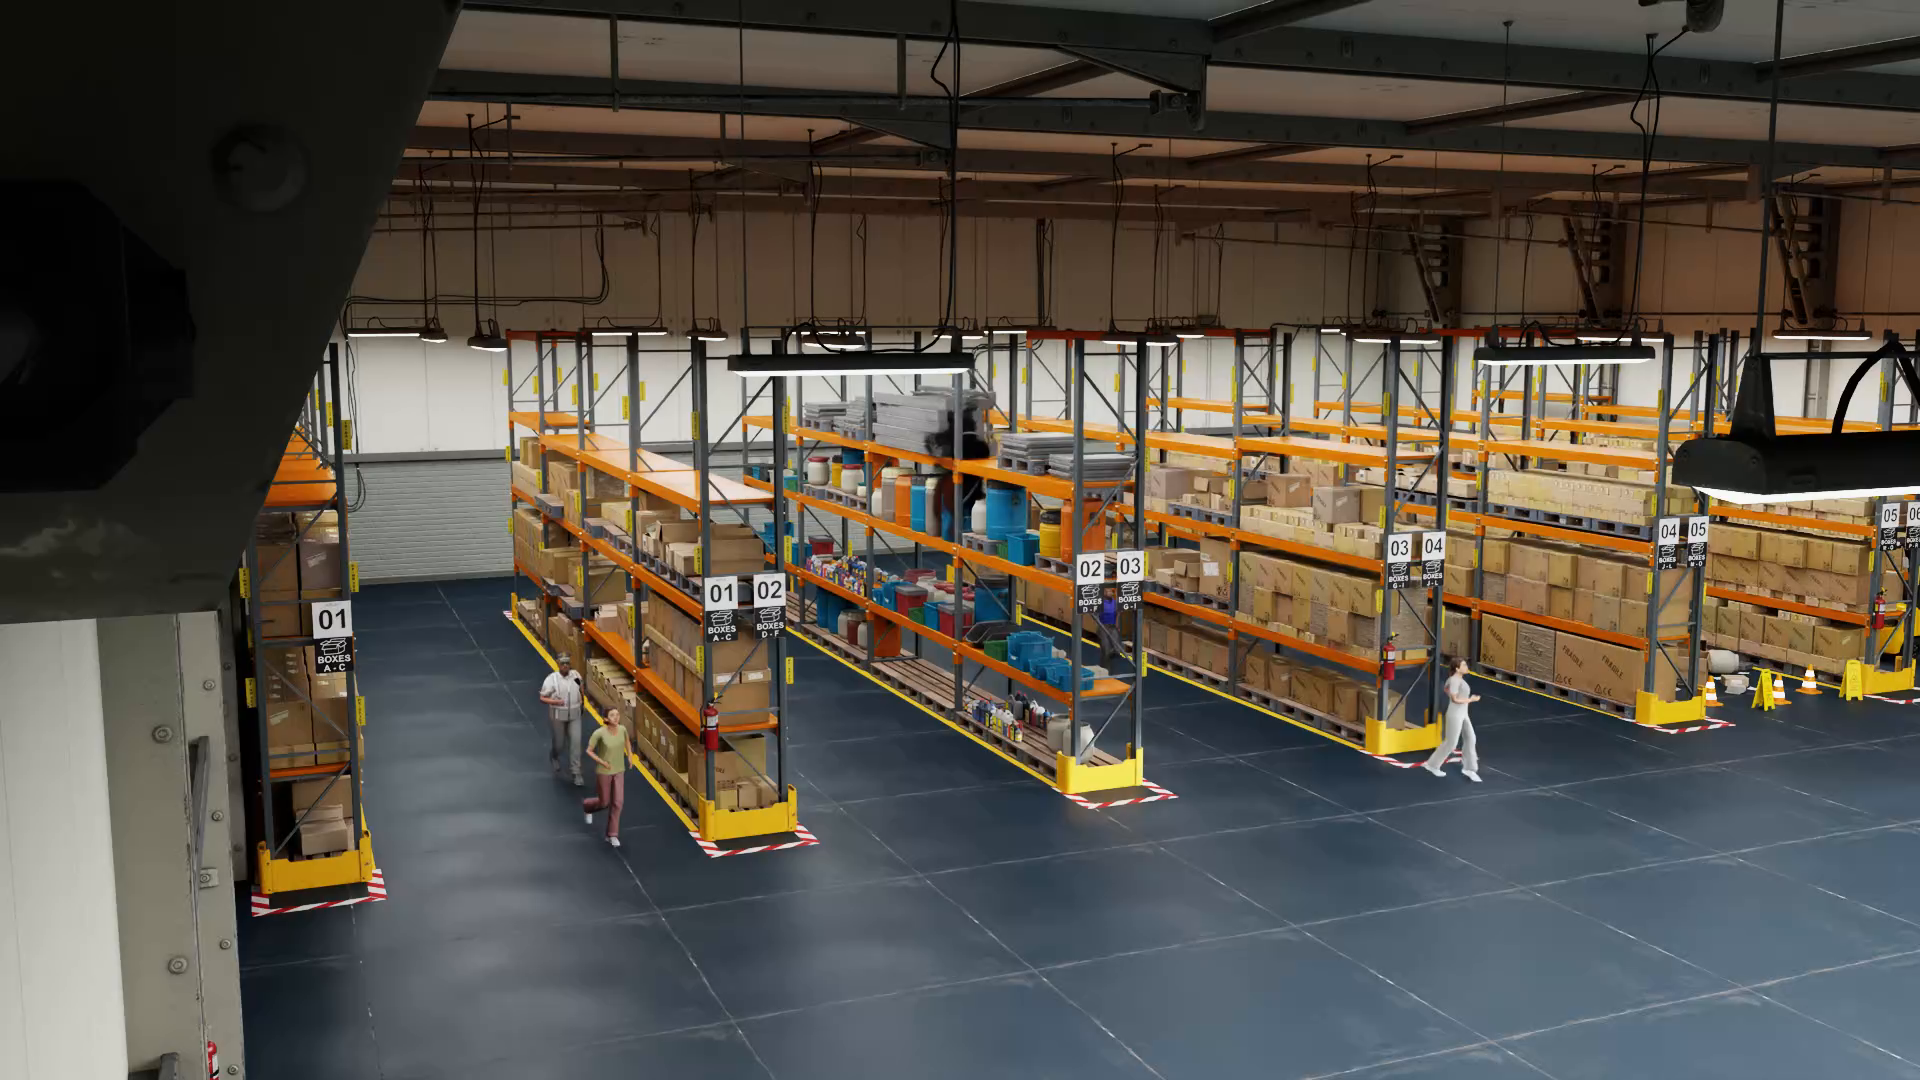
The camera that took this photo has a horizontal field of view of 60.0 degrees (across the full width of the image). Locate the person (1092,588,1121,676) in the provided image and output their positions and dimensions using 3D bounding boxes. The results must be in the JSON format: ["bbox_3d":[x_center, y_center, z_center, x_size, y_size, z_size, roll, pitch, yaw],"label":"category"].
[{"bbox_3d":[2.576,1.598,29.000,0.585,1.623,0.540,-4,9,-24],"label":"person"}]

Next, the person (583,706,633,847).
[{"bbox_3d":[-4.233,2.806,20.131,0.605,1.653,0.819,-6,10,-38],"label":"person"}]

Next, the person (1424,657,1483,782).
[{"bbox_3d":[6.726,2.442,22.580,0.757,1.736,0.565,4,9,25],"label":"person"}]

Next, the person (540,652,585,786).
[{"bbox_3d":[-5.326,2.375,22.468,0.665,1.747,1.010,-4,9,-29],"label":"person"}]
